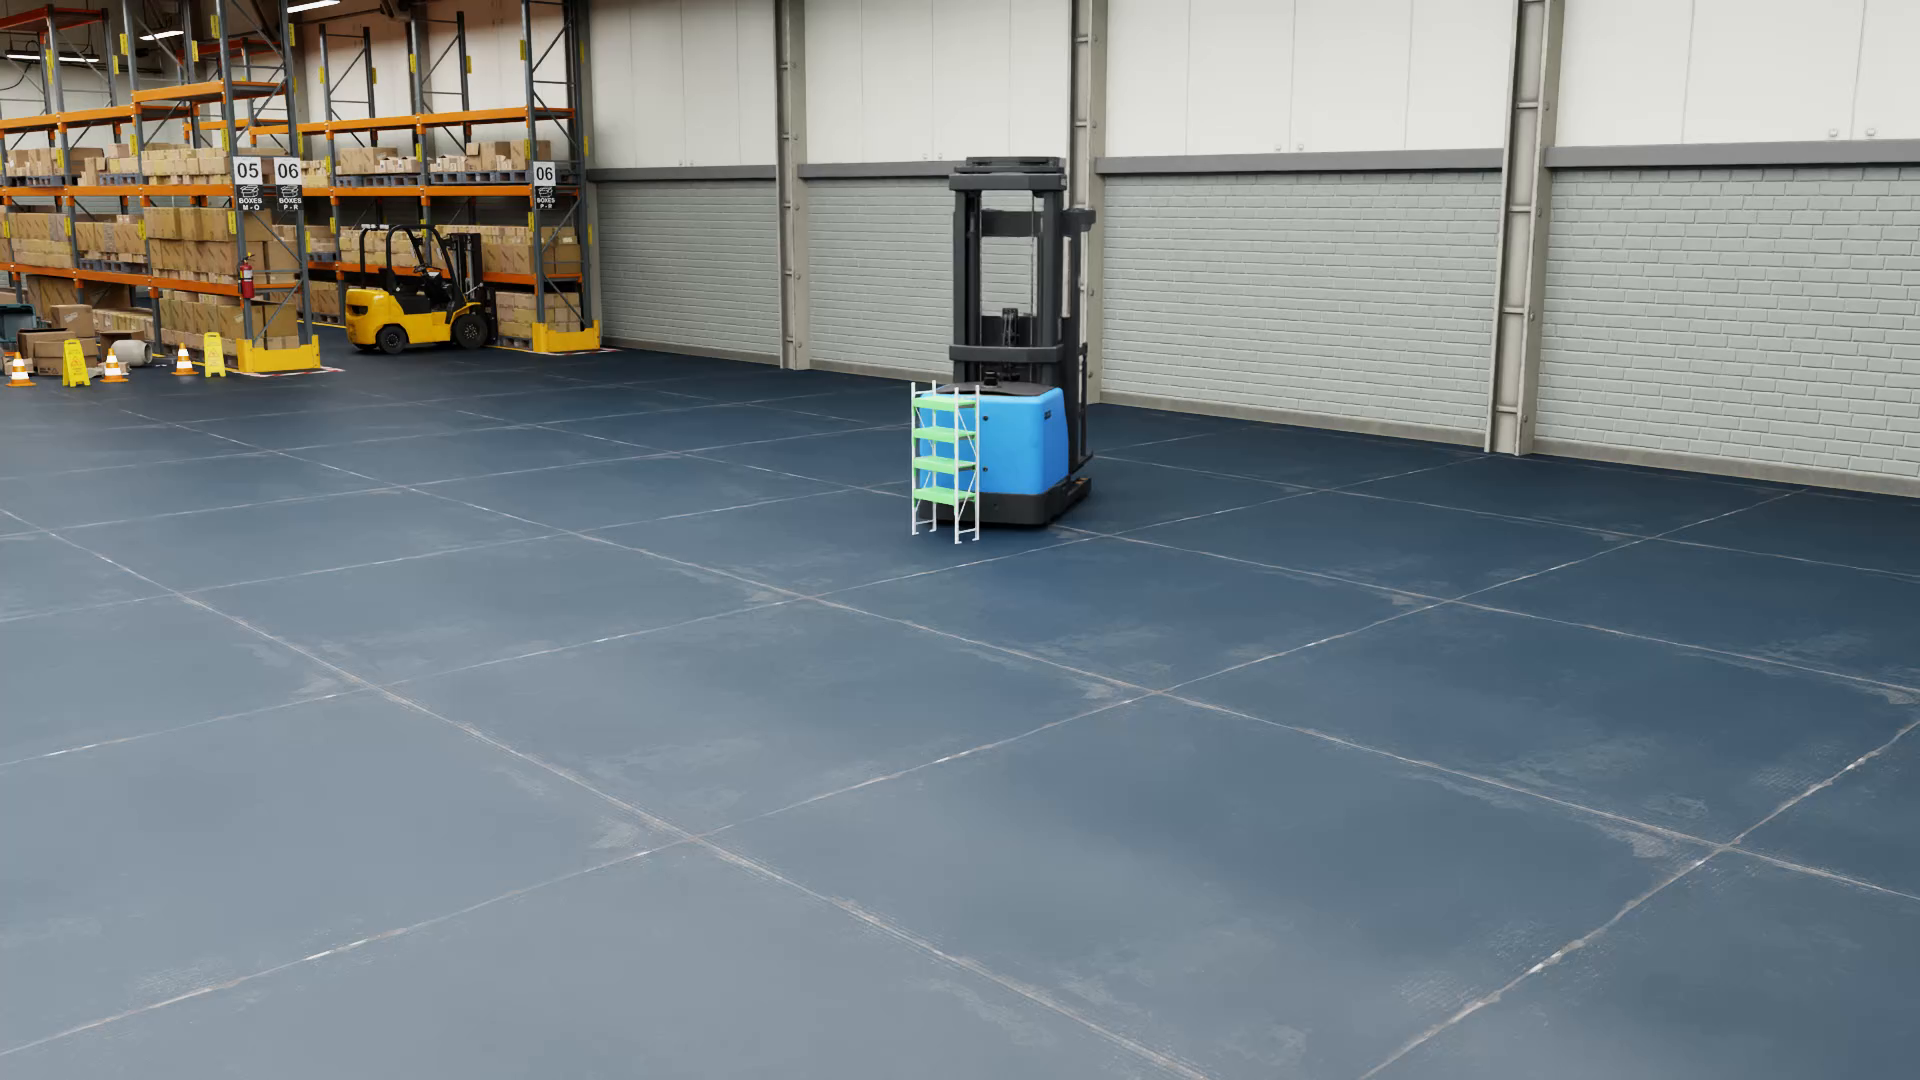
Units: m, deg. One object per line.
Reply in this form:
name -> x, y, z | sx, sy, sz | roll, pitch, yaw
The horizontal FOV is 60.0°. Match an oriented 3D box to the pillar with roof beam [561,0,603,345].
pillar with roof beam -> -9.813, -7.352, 26.298 | 9.100, 9.000, 0.400 | -11, 16, -43

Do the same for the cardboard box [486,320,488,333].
cardboard box -> -8.474, -3.891, 30.138 | 0.500, 0.250, 0.500 | -10, 15, -41

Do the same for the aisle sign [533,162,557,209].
aisle sign -> -7.037, -6.010, 28.205 | 0.394, 0.787, 0.004 | -11, 16, -43

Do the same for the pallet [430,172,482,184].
pallet -> -9.025, -6.676, 30.665 | 1.003, 0.211, 1.213 | -11, 16, -43

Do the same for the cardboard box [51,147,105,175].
cardboard box -> -16.352, -7.022, 30.829 | 0.637, 0.503, 0.797 | 11, 16, 42

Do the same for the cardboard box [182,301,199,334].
cardboard box -> -12.273, -3.629, 27.005 | 0.500, 0.500, 0.500 | -10, 15, -40

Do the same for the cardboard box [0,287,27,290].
cardboard box -> -20.979, -5.298, 36.503 | 0.875, 0.438, 0.875 | 11, 16, 43

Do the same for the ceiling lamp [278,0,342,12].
ceiling lamp -> -11.127, -10.841, 28.767 | 0.800, 3.185, 2.000 | -11, 16, -43

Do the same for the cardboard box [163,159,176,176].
cardboard box -> -12.415, -5.969, 26.649 | 0.500, 0.250, 0.500 | -11, 16, -42

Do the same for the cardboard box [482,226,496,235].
cardboard box -> -8.334, -5.545, 29.800 | 0.380, 0.149, 0.250 | -11, 16, -42

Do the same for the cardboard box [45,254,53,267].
cardboard box -> -17.220, -5.374, 31.936 | 0.500, 0.250, 0.500 | -11, 16, -43

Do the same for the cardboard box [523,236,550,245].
cardboard box -> -7.313, -5.165, 28.693 | 0.380, 0.149, 0.250 | -11, 16, -42

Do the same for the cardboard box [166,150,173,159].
cardboard box -> -12.492, -6.179, 26.681 | 0.250, 0.149, 0.380 | 11, 16, 43

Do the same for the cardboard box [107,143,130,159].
cardboard box -> -14.433, -6.737, 28.838 | 0.500, 0.250, 0.500 | -11, 16, -42

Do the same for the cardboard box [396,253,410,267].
cardboard box -> -10.521, -5.407, 32.093 | 0.500, 0.250, 0.500 | -11, 16, -43

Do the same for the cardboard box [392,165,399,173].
cardboard box -> -10.612, -7.090, 31.790 | 0.380, 0.149, 0.250 | -11, 16, -43

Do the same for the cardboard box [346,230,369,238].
cardboard box -> -12.203, -6.195, 33.691 | 0.380, 0.149, 0.250 | -10, 16, -41

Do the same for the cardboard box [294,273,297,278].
cardboard box -> -14.888, -5.862, 36.741 | 0.250, 0.149, 0.380 | 11, 16, 42

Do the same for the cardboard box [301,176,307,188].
cardboard box -> -13.618, -7.537, 35.001 | 0.500, 0.250, 0.500 | -11, 16, -43

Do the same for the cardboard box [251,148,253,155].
cardboard box -> -10.741, -5.946, 25.552 | 0.380, 0.149, 0.250 | -11, 16, -43

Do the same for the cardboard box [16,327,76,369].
cardboard box -> -14.154, -2.977, 25.779 | 0.797, 0.637, 0.503 | -11, 16, -43

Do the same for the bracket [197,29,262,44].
bracket -> -17.309, -11.854, 39.226 | 0.076, 0.066, 4.783 | -11, 16, -43

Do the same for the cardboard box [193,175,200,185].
cardboard box -> -11.771, -5.645, 26.065 | 0.250, 0.149, 0.380 | 11, 16, 44

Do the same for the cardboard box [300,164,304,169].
cardboard box -> -13.743, -7.889, 34.984 | 0.380, 0.149, 0.250 | -11, 16, -42

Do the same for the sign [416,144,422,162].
sign -> -10.019, -7.170, 30.785 | 0.100, 0.325, 0.005 | -11, 16, -43

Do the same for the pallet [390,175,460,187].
pallet -> -10.251, -6.873, 31.878 | 1.217, 0.209, 0.805 | 11, 16, 43

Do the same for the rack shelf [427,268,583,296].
rack shelf -> -8.252, -4.726, 30.202 | 1.077, 0.370, 4.000 | -11, 16, -43

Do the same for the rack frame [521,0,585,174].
rack frame -> -6.870, -7.725, 28.107 | 1.000, 3.000, 0.127 | -11, 16, -43

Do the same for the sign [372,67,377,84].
sign -> -11.996, -9.506, 34.042 | 0.100, 0.325, 0.005 | -11, 16, -43

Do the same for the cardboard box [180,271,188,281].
cardboard box -> -12.358, -4.277, 26.859 | 0.380, 0.149, 0.250 | -11, 16, -42

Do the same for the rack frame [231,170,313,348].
rack frame -> -10.458, -4.095, 25.352 | 1.000, 3.000, 0.127 | -11, 16, -43

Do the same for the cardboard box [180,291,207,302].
cardboard box -> -12.421, -3.958, 26.998 | 0.380, 0.149, 0.250 | -10, 15, -39

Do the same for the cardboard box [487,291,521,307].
cardboard box -> -8.127, -4.305, 29.670 | 0.500, 0.250, 0.500 | -11, 16, -42

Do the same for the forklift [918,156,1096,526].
forklift -> 0.546, -1.804, 14.404 | 1.130, 2.935, 3.031 | 3, 12, 15

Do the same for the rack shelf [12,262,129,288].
rack shelf -> -17.364, -5.202, 32.509 | 1.077, 0.370, 4.000 | -11, 16, -43

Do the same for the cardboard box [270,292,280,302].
cardboard box -> -14.986, -5.418, 36.928 | 0.500, 0.500, 0.500 | -10, 15, -40

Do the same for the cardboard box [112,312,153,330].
cardboard box -> -14.565, -3.879, 29.777 | 0.950, 0.372, 0.625 | -10, 15, -41

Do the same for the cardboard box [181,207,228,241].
cardboard box -> -11.739, -4.958, 26.081 | 0.700, 0.500, 0.500 | -11, 16, -43

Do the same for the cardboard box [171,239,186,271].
cardboard box -> -12.417, -4.625, 26.941 | 0.500, 0.500, 0.500 | -11, 16, -43

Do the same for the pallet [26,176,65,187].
pallet -> -17.240, -6.888, 31.946 | 1.003, 0.211, 1.213 | -10, 15, -40

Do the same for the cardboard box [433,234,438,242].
cardboard box -> -9.603, -5.654, 31.067 | 0.380, 0.149, 0.250 | -11, 16, -43

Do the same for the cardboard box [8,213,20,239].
cardboard box -> -18.649, -6.280, 33.236 | 0.500, 0.500, 0.500 | -11, 16, -42

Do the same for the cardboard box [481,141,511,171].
cardboard box -> -7.987, -6.754, 29.289 | 0.700, 0.500, 0.500 | -11, 16, -42

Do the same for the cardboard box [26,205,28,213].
cardboard box -> -19.171, -6.851, 34.399 | 0.380, 0.149, 0.250 | -11, 16, -43

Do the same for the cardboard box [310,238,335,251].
cardboard box -> -13.358, -6.196, 34.880 | 0.500, 0.250, 0.500 | 11, 16, 42

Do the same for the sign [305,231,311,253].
sign -> -10.066, -4.594, 25.632 | 0.100, 0.325, 0.005 | -11, 16, -43

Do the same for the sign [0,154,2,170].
sign -> -19.145, -7.530, 33.113 | 0.100, 0.325, 0.005 | -11, 16, -43

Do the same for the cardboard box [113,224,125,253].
cardboard box -> -14.401, -5.263, 28.995 | 0.500, 0.500, 0.500 | -10, 15, -41

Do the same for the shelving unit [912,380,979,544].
shelving unit -> -0.114, -0.612, 12.908 | 0.258, 1.200, 0.503 | -11, 16, -43

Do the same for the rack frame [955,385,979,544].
rack frame -> 0.054, -0.576, 12.735 | 0.240, 1.200, 0.015 | -11, 16, -43

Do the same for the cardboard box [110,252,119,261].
cardboard box -> -14.812, -5.029, 29.469 | 0.380, 0.149, 0.250 | -10, 15, -41

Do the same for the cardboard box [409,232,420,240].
cardboard box -> -10.351, -5.834, 31.941 | 0.380, 0.149, 0.250 | -11, 16, -43
